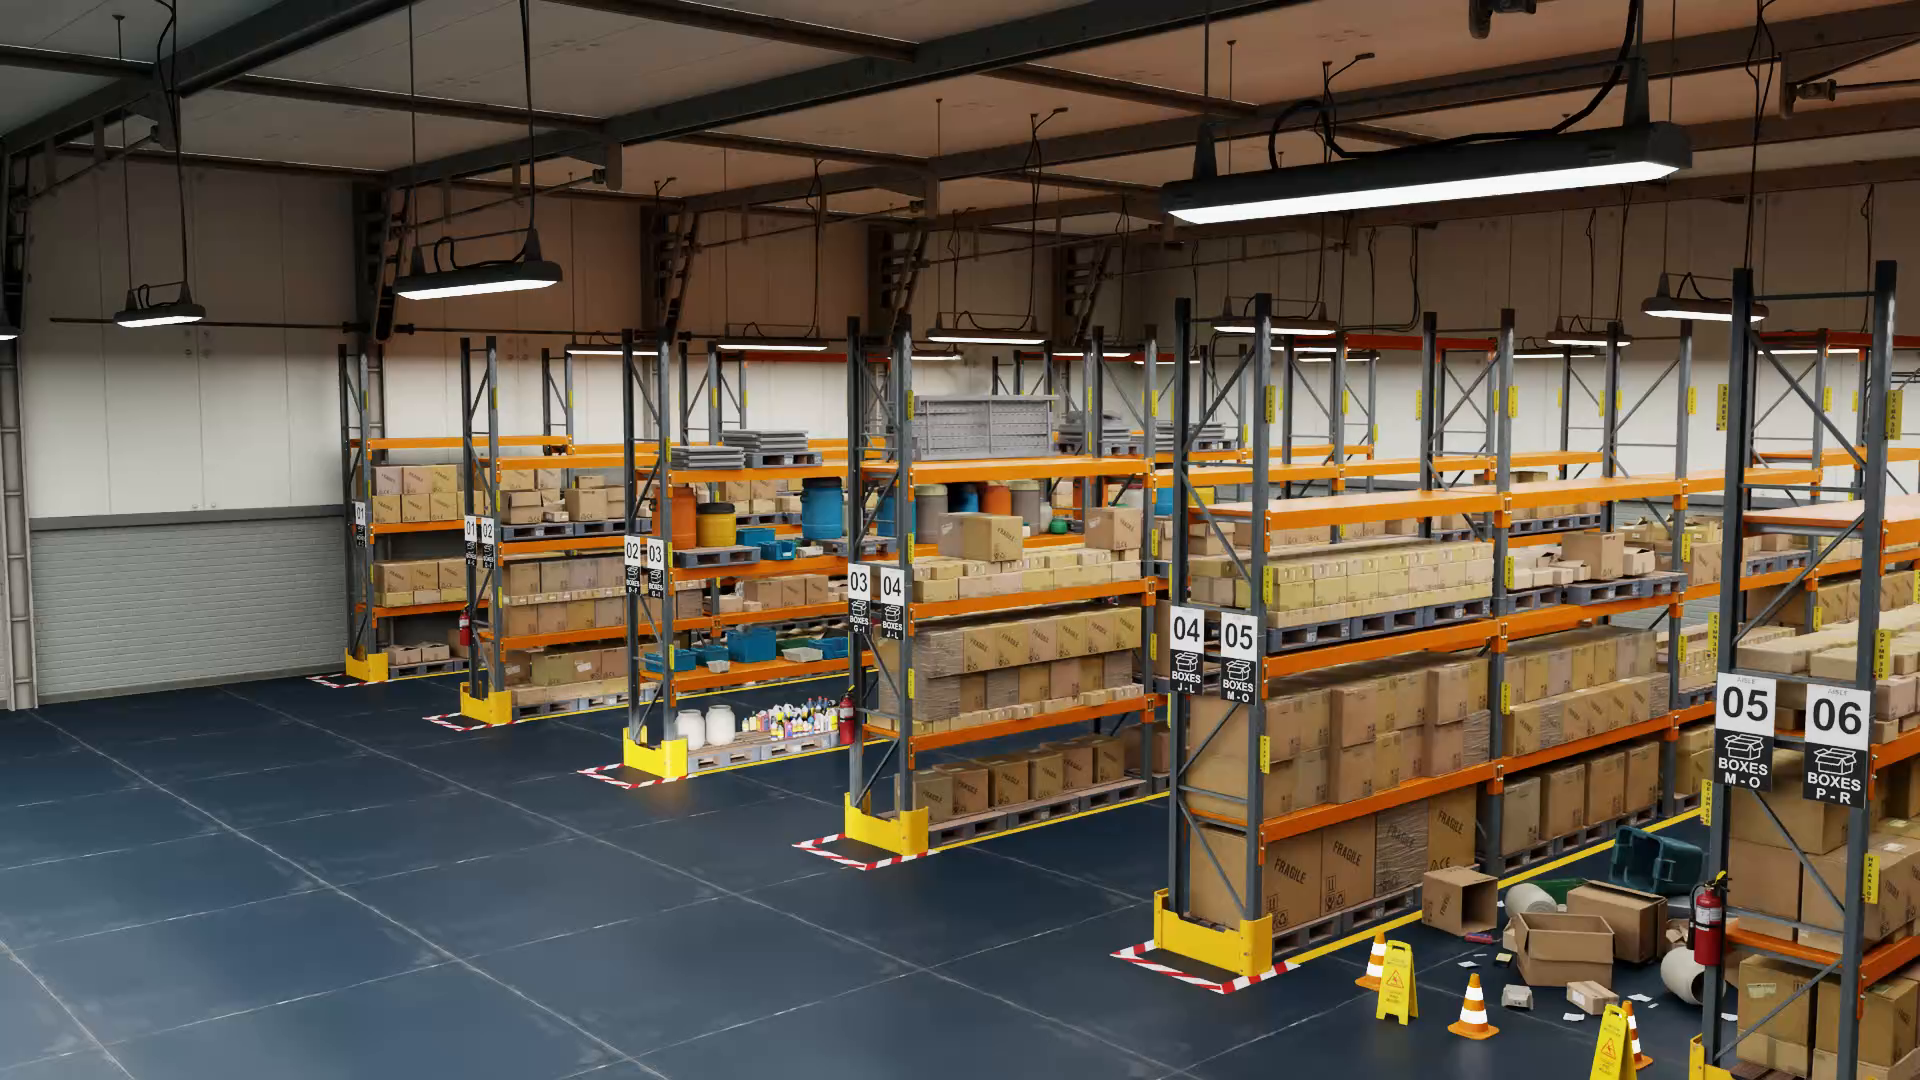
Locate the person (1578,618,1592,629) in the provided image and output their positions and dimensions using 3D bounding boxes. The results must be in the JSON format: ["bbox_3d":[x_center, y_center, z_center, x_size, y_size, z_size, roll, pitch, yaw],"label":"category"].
[{"bbox_3d":[9.680,2.003,25.827,0.692,1.721,0.589,4,7,38],"label":"person"}]

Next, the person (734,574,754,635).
[{"bbox_3d":[-4.088,1.502,31.646,0.854,1.733,0.654,-5,7,-43],"label":"person"}]
